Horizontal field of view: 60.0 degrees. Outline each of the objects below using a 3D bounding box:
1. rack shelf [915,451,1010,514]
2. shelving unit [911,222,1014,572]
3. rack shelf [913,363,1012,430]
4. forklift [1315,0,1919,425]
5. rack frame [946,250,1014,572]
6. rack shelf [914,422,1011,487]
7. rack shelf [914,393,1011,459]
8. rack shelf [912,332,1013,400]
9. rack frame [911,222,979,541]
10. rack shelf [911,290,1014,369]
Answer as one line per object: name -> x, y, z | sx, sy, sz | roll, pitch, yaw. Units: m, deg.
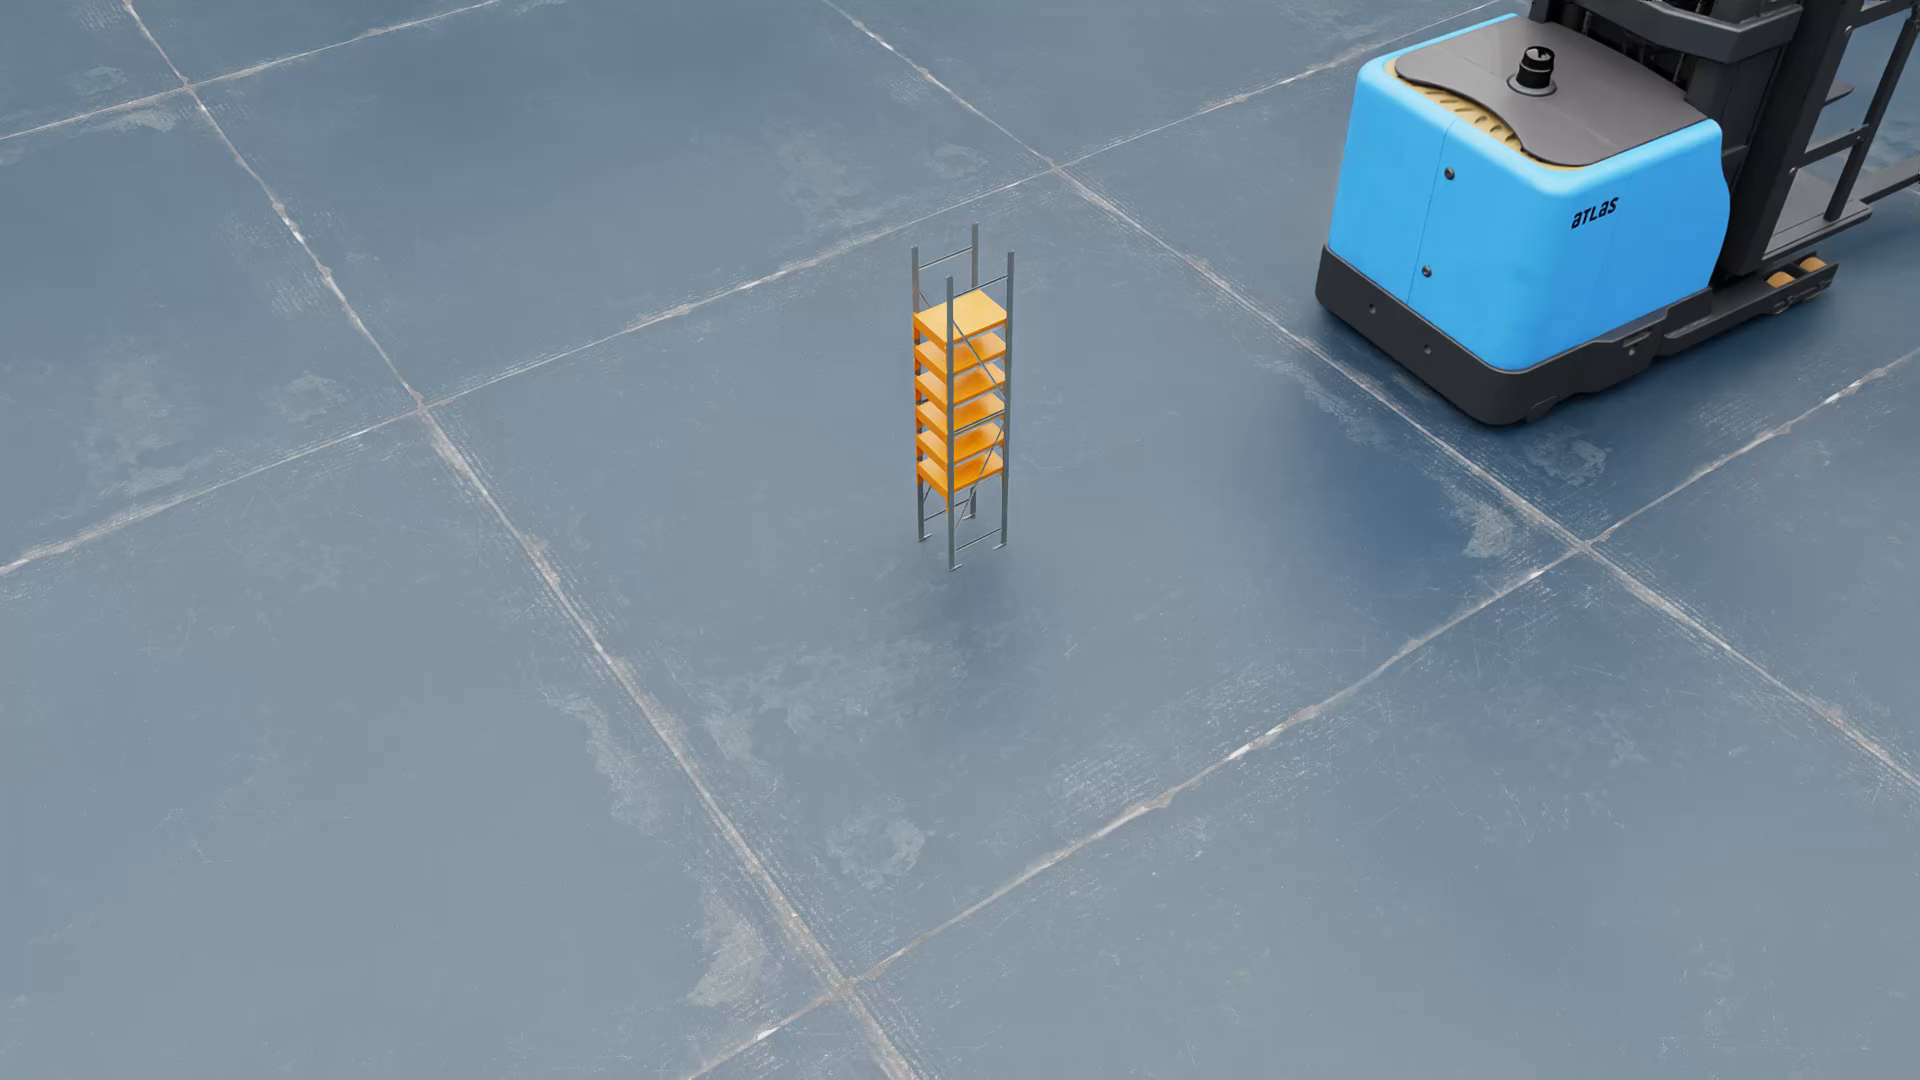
rack shelf -> 0.008, -0.220, 5.524 | 0.258, 0.103, 0.180 | -26, 49, -24
shelving unit -> 0.008, -0.426, 5.327 | 0.258, 1.200, 0.189 | -26, 49, -24
rack shelf -> 0.008, -0.480, 5.275 | 0.258, 0.103, 0.180 | -26, 49, -24
forklift -> 2.949, -2.259, 5.994 | 3.031, 2.935, 1.130 | -23, 48, -22
rack frame -> 0.061, -0.374, 5.273 | 0.240, 1.200, 0.006 | -26, 49, -24
rack shelf -> 0.008, -0.307, 5.441 | 0.258, 0.103, 0.180 | -26, 49, -24
rack shelf -> 0.008, -0.394, 5.358 | 0.258, 0.103, 0.180 | -26, 49, -24
rack shelf -> 0.008, -0.567, 5.192 | 0.258, 0.103, 0.180 | -26, 49, -24
rack frame -> -0.044, -0.478, 5.381 | 0.240, 1.200, 0.006 | -26, 49, -24
rack shelf -> 0.008, -0.654, 5.109 | 0.258, 0.103, 0.180 | -26, 49, -24
